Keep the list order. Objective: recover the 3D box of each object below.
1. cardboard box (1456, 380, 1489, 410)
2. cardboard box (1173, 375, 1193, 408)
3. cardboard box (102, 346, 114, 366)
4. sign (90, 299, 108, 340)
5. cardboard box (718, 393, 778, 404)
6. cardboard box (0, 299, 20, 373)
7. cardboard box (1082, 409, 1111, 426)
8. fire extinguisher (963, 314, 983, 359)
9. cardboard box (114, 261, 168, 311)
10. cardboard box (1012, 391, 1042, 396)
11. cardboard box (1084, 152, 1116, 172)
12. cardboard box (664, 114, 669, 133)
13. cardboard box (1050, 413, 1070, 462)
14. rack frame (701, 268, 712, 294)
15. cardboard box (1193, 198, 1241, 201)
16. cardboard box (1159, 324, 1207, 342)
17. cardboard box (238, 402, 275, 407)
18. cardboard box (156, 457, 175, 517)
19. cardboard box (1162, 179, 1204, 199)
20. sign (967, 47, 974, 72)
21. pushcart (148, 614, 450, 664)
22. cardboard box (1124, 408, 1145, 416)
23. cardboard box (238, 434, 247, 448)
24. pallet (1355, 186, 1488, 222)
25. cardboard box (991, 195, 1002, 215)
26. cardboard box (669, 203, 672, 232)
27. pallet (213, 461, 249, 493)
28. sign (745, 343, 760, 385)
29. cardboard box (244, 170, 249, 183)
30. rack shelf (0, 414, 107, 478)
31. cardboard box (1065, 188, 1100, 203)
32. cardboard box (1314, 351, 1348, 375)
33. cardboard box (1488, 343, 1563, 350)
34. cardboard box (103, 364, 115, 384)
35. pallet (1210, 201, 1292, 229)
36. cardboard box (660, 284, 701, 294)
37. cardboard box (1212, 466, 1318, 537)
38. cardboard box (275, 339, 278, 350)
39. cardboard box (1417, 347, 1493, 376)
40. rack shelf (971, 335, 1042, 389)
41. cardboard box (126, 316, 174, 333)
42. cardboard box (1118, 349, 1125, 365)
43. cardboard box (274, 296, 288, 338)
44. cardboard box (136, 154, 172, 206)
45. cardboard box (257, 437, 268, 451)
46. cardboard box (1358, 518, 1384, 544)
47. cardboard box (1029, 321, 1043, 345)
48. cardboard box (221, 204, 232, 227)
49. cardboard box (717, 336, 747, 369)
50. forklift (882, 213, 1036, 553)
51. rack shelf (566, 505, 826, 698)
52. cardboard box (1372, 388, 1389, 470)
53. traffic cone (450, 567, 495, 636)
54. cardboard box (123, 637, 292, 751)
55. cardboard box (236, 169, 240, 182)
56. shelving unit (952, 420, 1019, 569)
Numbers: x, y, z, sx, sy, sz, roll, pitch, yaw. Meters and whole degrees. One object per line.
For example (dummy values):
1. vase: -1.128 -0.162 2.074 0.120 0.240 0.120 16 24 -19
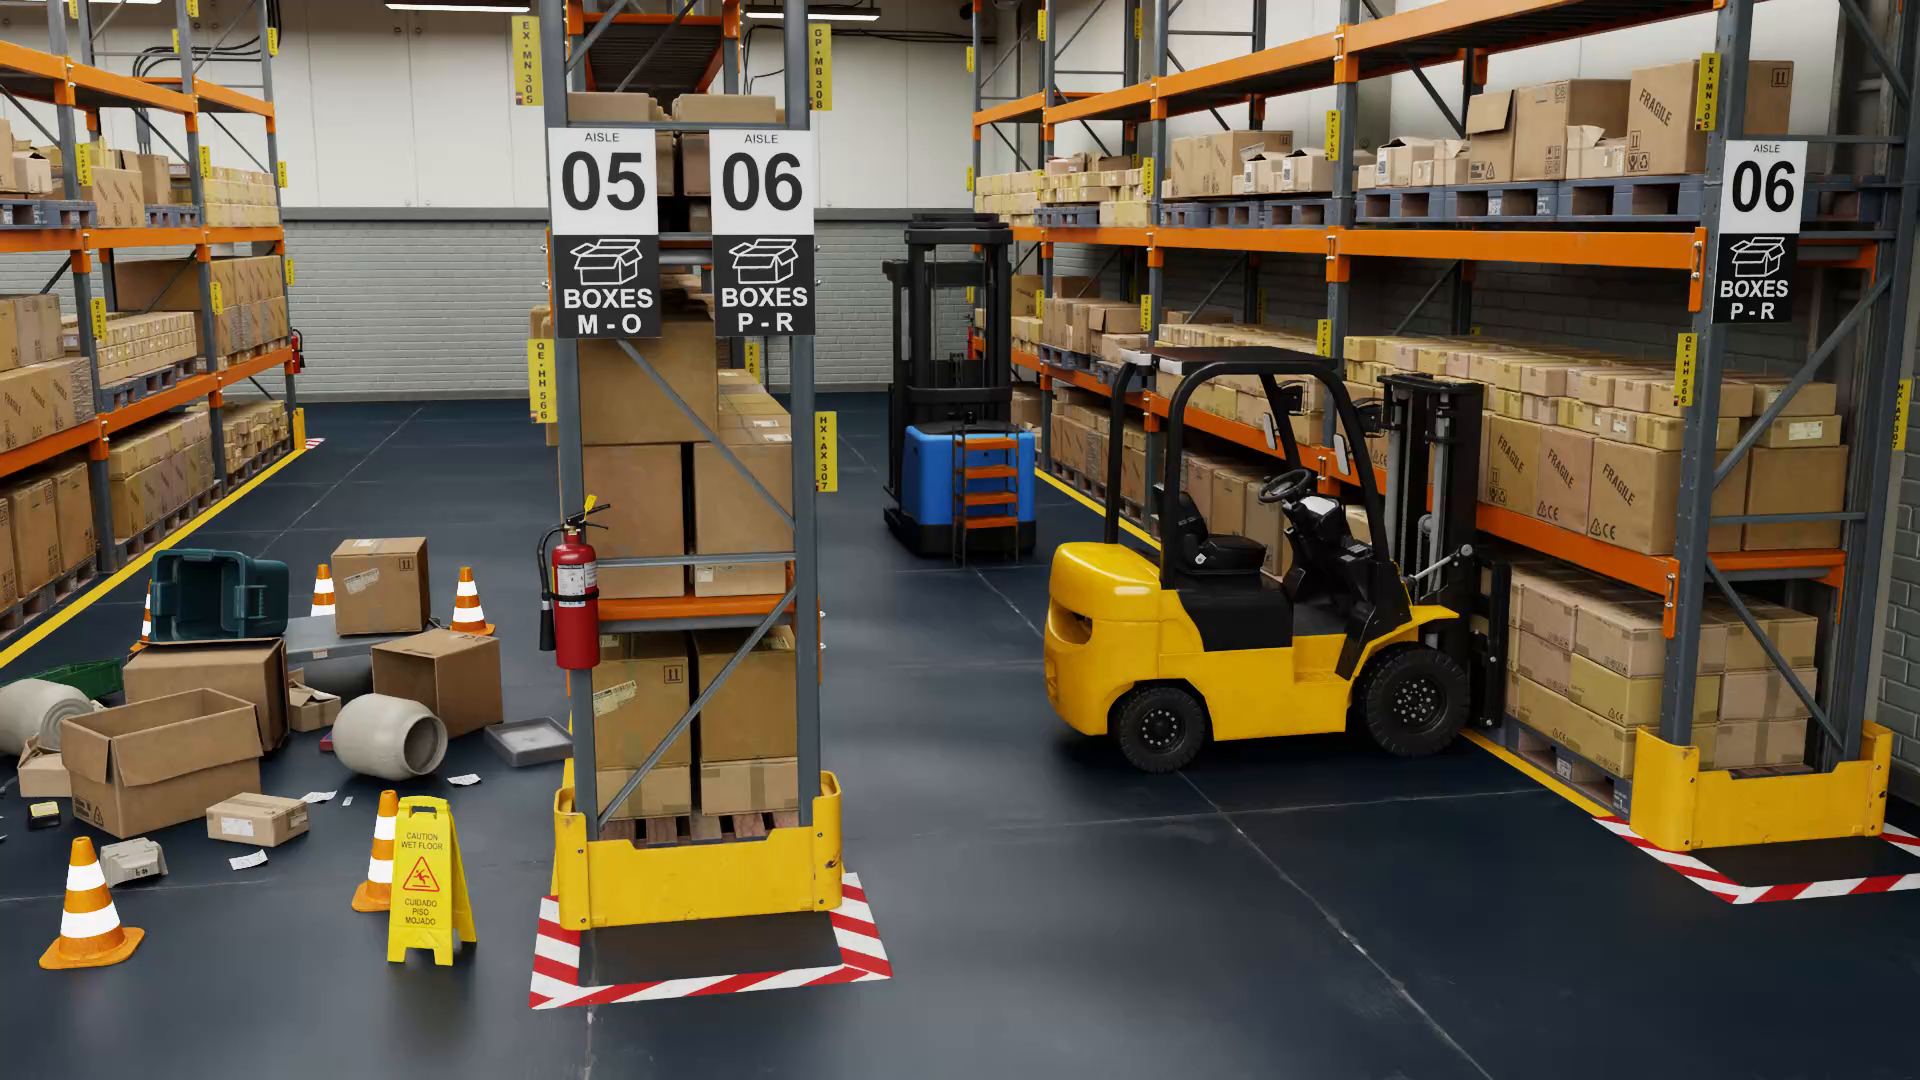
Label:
1. cardboard box: 3.094 -0.843 9.602 0.380 0.149 0.250 -2 11 -12
2. cardboard box: 2.170 -1.305 14.432 0.500 0.250 0.500 -2 11 -12
3. cardboard box: -7.425 -1.556 14.104 0.380 0.149 0.250 -2 11 -8
4. sign: -6.930 -1.771 13.383 0.100 0.325 0.005 -2 11 -11
5. cardboard box: -1.213 -0.486 8.667 0.500 0.500 0.500 -2 11 -12
6. cardboard box: -7.194 -1.453 11.864 0.700 0.500 0.500 -2 11 -12
7. cardboard box: 1.531 -1.325 17.962 0.380 0.149 0.250 -2 11 -11
8. fire extinguisher: 0.192 -2.818 23.182 0.296 0.674 0.183 -2 11 -11
9. cardboard box: -8.608 -2.678 17.507 0.500 0.500 0.500 -3 11 -13
10. cardboard box: 0.833 -1.633 21.314 0.500 0.500 0.500 -2 11 -10
11. cardboard box: 1.579 -4.197 18.578 0.396 0.266 0.258 -2 11 -12
12. cardboard box: -1.582 -1.943 7.901 0.380 0.149 0.250 -2 11 -13
13. cardboard box: 1.326 -1.176 18.917 0.500 0.500 0.500 -2 11 -9
14. rack frame: -2.638 -1.380 14.425 1.000 3.000 0.127 -2 11 -11
15. cardboard box: 2.394 -3.233 15.471 0.380 0.149 0.250 -2 11 -10
16. cardboard box: 2.004 -1.860 14.944 0.380 0.149 0.250 -2 11 -9
17. cardboard box: -8.685 -1.611 20.548 0.380 0.149 0.250 -2 11 -10
18. cardboard box: -7.567 -0.485 15.285 0.500 0.500 0.500 -2 11 -12
19. cardboard box: 2.000 -3.101 14.676 0.380 0.166 0.250 -2 11 -11
20. sign: 0.142 -6.454 22.327 0.100 0.325 0.005 -2 11 -11
21. pushcart: -4.087 0.734 10.332 1.648 0.377 0.936 -6 13 -31
22. cardboard box: 1.995 -1.344 18.064 0.380 0.149 0.250 -2 11 -9
23. cardboard box: -8.308 -1.133 18.831 0.380 0.149 0.250 -2 11 -8
24. pallet: 3.200 -2.102 10.434 1.003 0.211 1.213 -2 11 -11
25. cardboard box: 0.699 -4.297 21.331 0.500 0.250 0.500 -2 11 -13
26. cardboard box: -1.345 -1.710 8.808 0.380 0.149 0.250 -2 11 -10
27. pallet: -8.417 -0.667 18.138 1.003 0.211 1.213 -2 11 -11
28. sign: -1.329 -1.093 10.601 0.100 0.325 0.005 -2 11 -11
29. cardboard box: -8.459 -4.204 19.236 0.380 0.149 0.250 -2 11 -10
30. rack shelf: -7.085 -0.461 11.522 1.077 0.370 4.000 -2 11 -11
31. cardboard box: 1.321 -3.644 17.578 0.380 0.149 0.250 -2 11 -12
32. cardboard box: 2.724 -1.250 11.740 0.380 0.149 0.250 -2 11 -9
33. cardboard box: 3.550 -1.155 10.444 0.380 0.149 0.250 -2 11 -12
34. cardboard box: -7.415 -1.403 14.095 0.380 0.149 0.250 -2 11 -8
35. pallet: 2.671 -2.616 13.401 1.003 0.211 1.213 -2 11 -8
36. cardboard box: -2.494 -2.020 14.845 0.500 0.500 0.500 -2 11 -13
37. cardboard box: 2.604 -0.243 13.680 0.875 0.625 0.625 -3 11 -13
38. cardboard box: -8.677 -2.429 20.608 0.380 0.149 0.250 -2 11 -11
39. cardboard box: 3.004 -1.084 10.070 0.380 0.149 0.250 -2 11 -12
40. rack shelf: 1.063 -2.308 21.226 1.077 0.370 4.000 -2 11 -11
41. cardboard box: -7.829 -2.079 16.055 0.380 0.149 0.250 -2 11 -11
42. cardboard box: 1.726 -1.751 15.921 0.380 0.149 0.250 -2 11 -10
43. cardboard box: -8.690 -2.771 20.670 0.500 0.500 0.500 -2 11 -10
44. cardboard box: -8.286 -3.571 16.521 0.700 0.500 0.500 -2 11 -11
45. cardboard box: -8.401 -1.130 19.615 0.380 0.149 0.250 -2 11 -10
46. cardboard box: 2.884 0.020 10.627 0.500 0.250 0.500 -2 11 -11
47. cardboard box: 1.114 -2.452 19.662 0.500 0.250 0.500 -2 11 -10
48. cardboard box: -8.189 -3.501 17.948 0.500 0.250 0.500 -2 11 -12
49. cardboard box: -1.670 -1.144 11.001 0.500 0.500 0.500 -2 11 -10
50. forklift: -0.119 -1.555 15.530 1.130 2.935 3.031 -2 11 -11
51. rack shelf: -1.471 0.074 8.711 1.077 0.370 4.000 -2 11 -11
52. cardboard box: 2.956 -0.691 10.537 0.500 0.500 0.500 -2 11 -10
53. traffic cone: -3.474 0.423 11.736 0.336 0.463 0.334 -2 11 -11
54. cardboard box: -4.097 0.845 9.046 0.797 0.637 0.503 -2 11 -11
55. cardboard box: -8.343 -4.109 18.738 0.380 0.149 0.250 -2 11 -13
56. shelving unit: 0.215 -0.389 14.028 0.503 1.200 0.258 -4 12 -22
